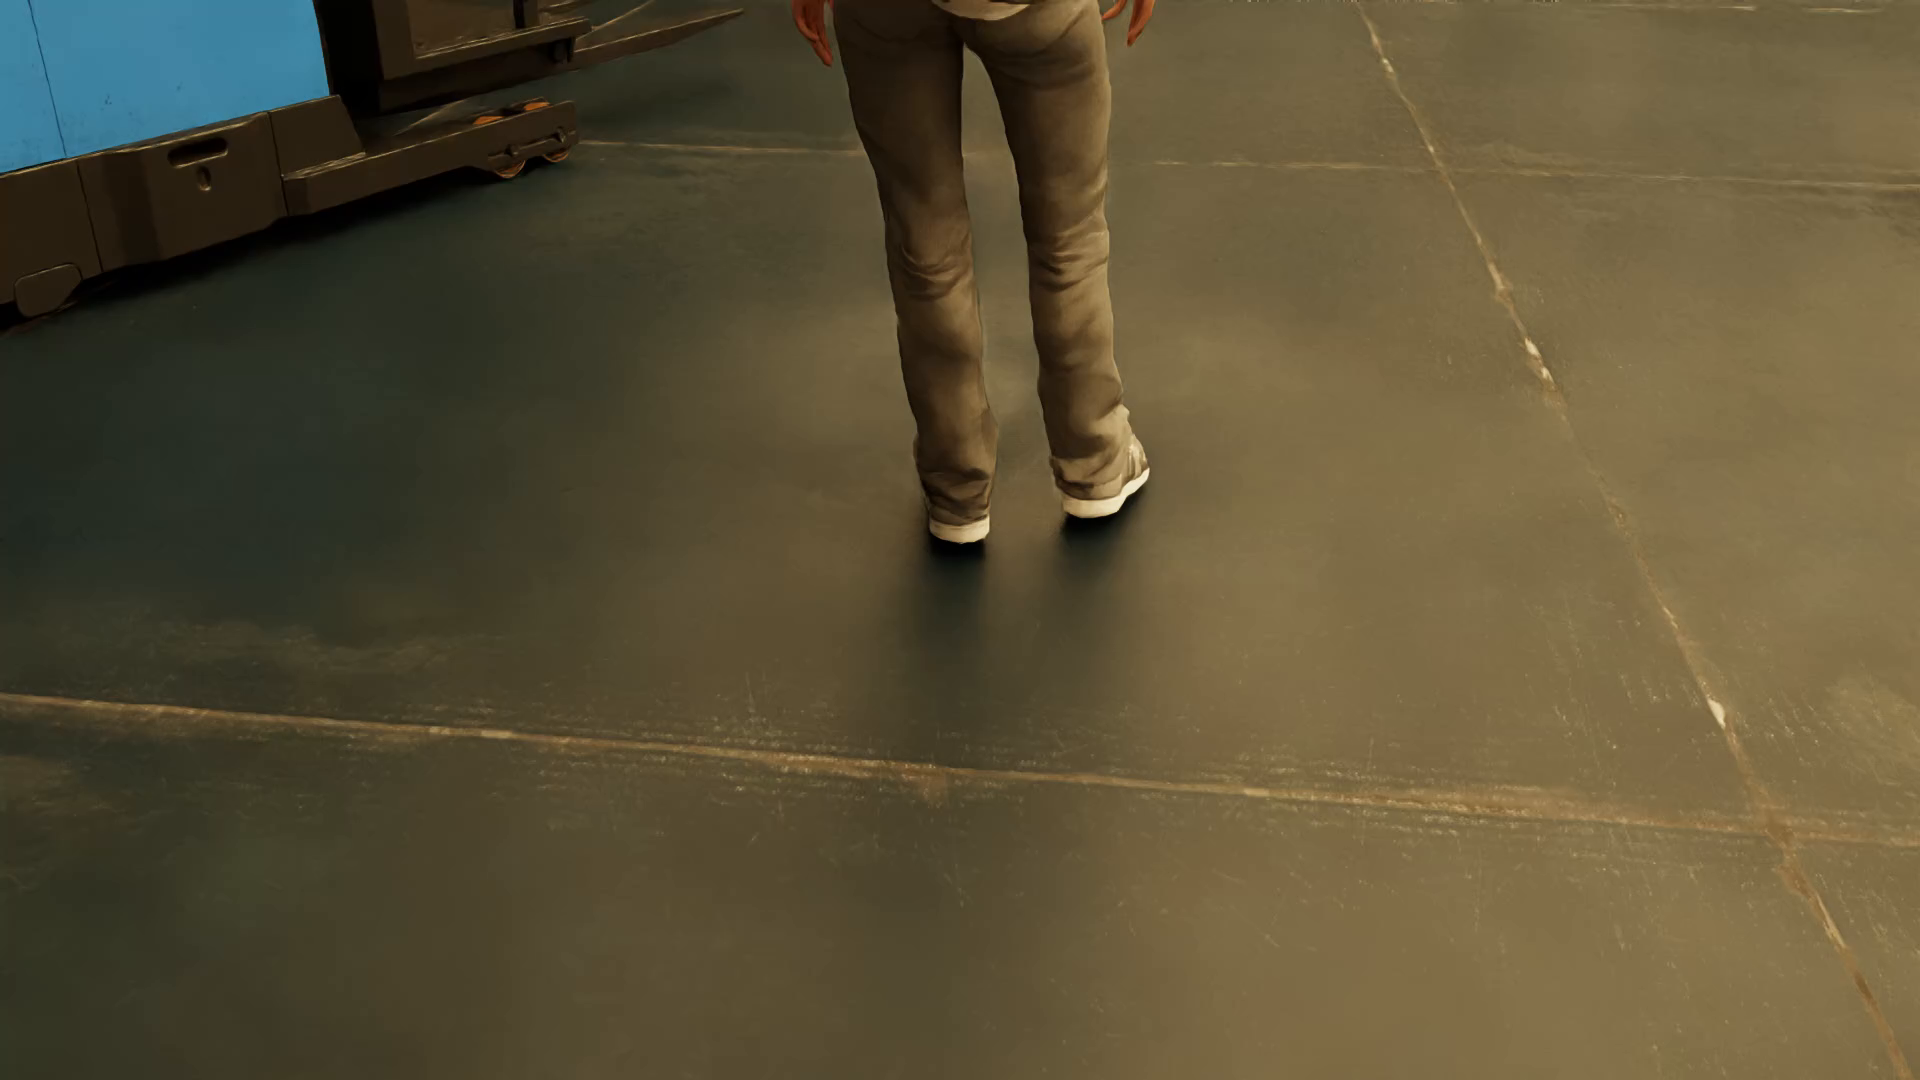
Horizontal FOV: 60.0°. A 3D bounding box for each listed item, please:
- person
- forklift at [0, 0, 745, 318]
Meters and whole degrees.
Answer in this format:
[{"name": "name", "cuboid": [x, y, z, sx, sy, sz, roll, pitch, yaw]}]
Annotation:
[{"name": "person", "cuboid": [0.024, -0.753, 2.205, 0.521, 1.597, 0.474, 3, 27, 7]}, {"name": "forklift", "cuboid": [-1.713, -2.355, 3.938, 1.130, 2.935, 3.031, 13, 29, 24]}]
